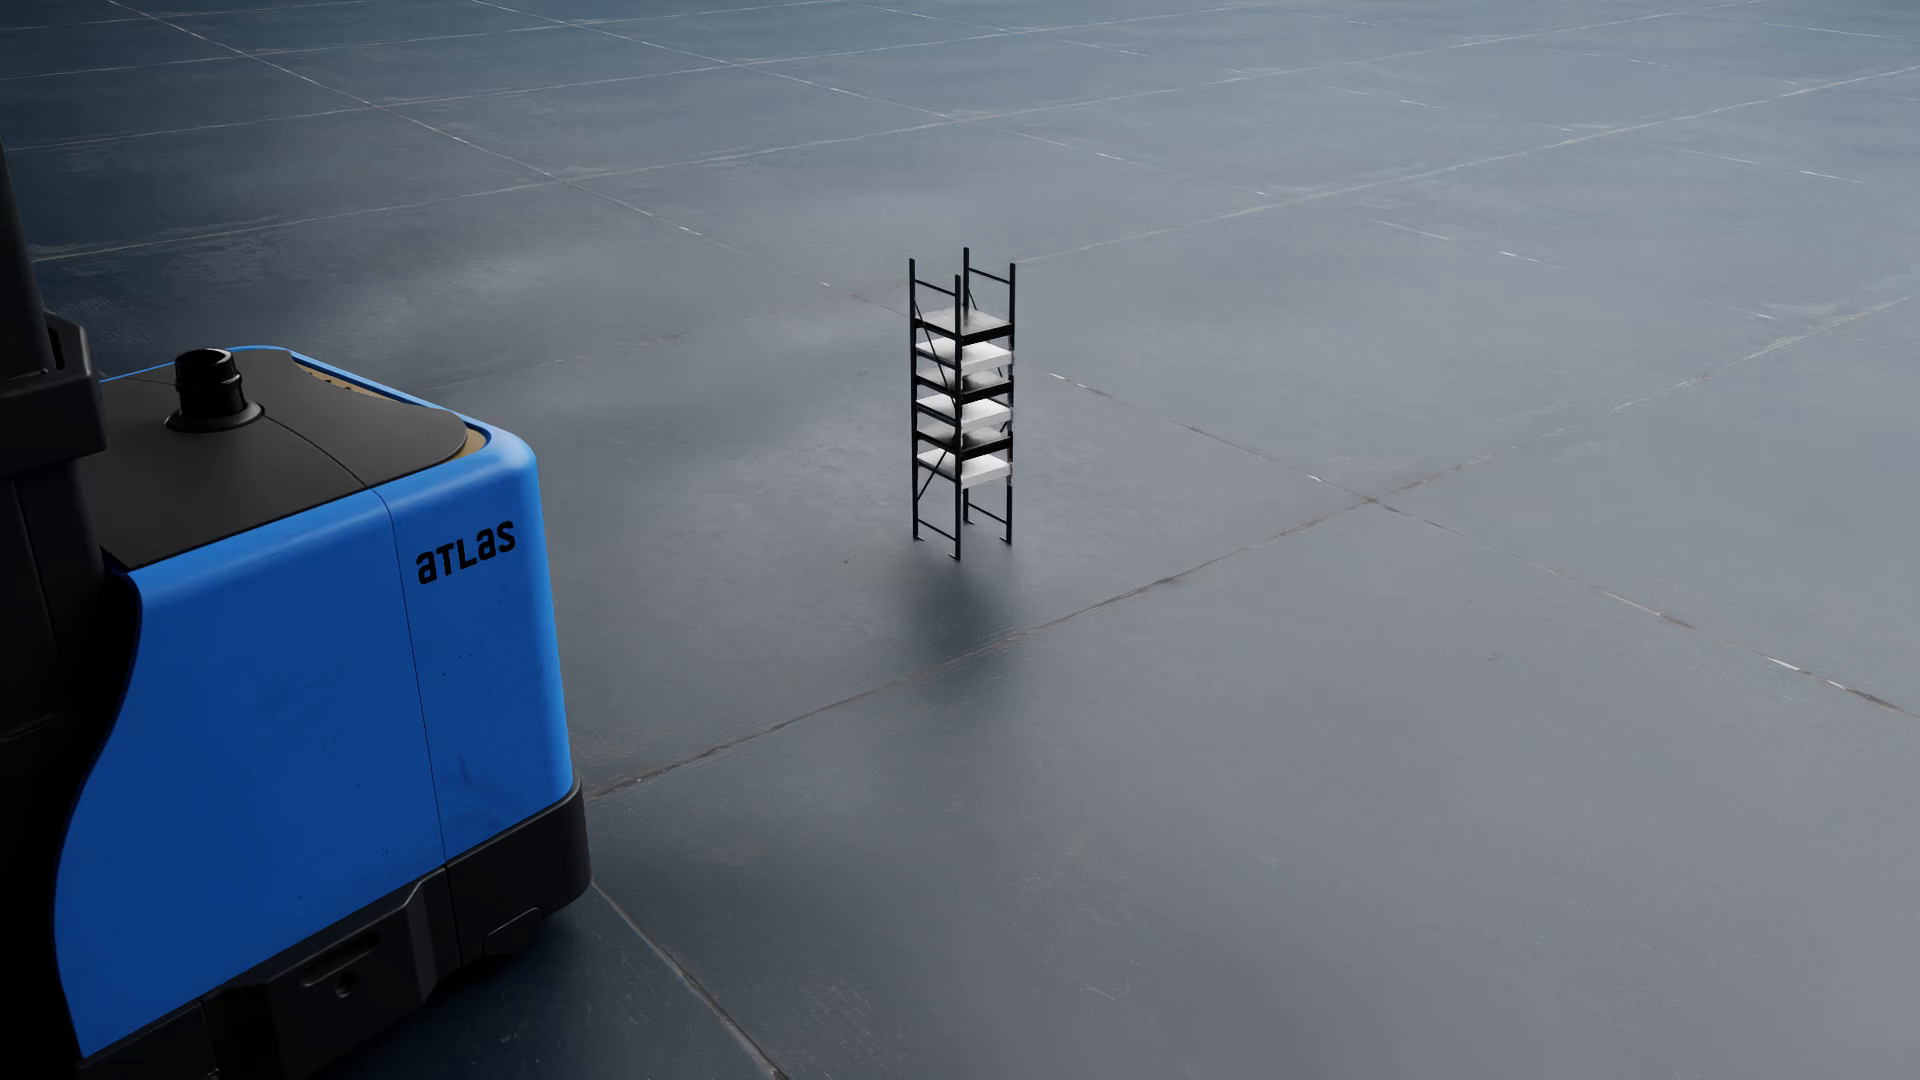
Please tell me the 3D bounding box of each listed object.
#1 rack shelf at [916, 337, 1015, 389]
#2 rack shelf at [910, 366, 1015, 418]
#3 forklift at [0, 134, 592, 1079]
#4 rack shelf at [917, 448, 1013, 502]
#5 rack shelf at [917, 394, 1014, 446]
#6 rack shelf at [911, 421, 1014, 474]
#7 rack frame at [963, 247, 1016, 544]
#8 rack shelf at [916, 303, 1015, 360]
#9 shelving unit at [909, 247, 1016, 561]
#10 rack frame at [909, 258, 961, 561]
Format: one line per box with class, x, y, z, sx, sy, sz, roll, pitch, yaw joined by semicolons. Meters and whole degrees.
rack shelf;0.006;-0.543;5.003;0.200;0.077;0.258;-18;31;-34
rack shelf;0.006;-0.462;5.041;0.200;0.077;0.258;-18;31;-34
forklift;-2.105;-0.194;2.185;1.130;2.935;3.031;19;31;35
rack shelf;0.006;-0.217;5.155;0.200;0.077;0.258;-18;31;-34
rack shelf;0.006;-0.380;5.079;0.200;0.077;0.258;-18;31;-34
rack shelf;0.006;-0.298;5.117;0.200;0.077;0.258;-18;31;-34
rack frame;0.086;-0.437;5.122;0.006;0.900;0.240;-18;31;-34
rack shelf;0.006;-0.625;4.965;0.200;0.077;0.258;-18;31;-34
shelving unit;0.006;-0.410;5.065;0.210;0.900;0.258;-18;31;-34
rack frame;-0.074;-0.384;5.008;0.006;0.900;0.240;-18;31;-34
